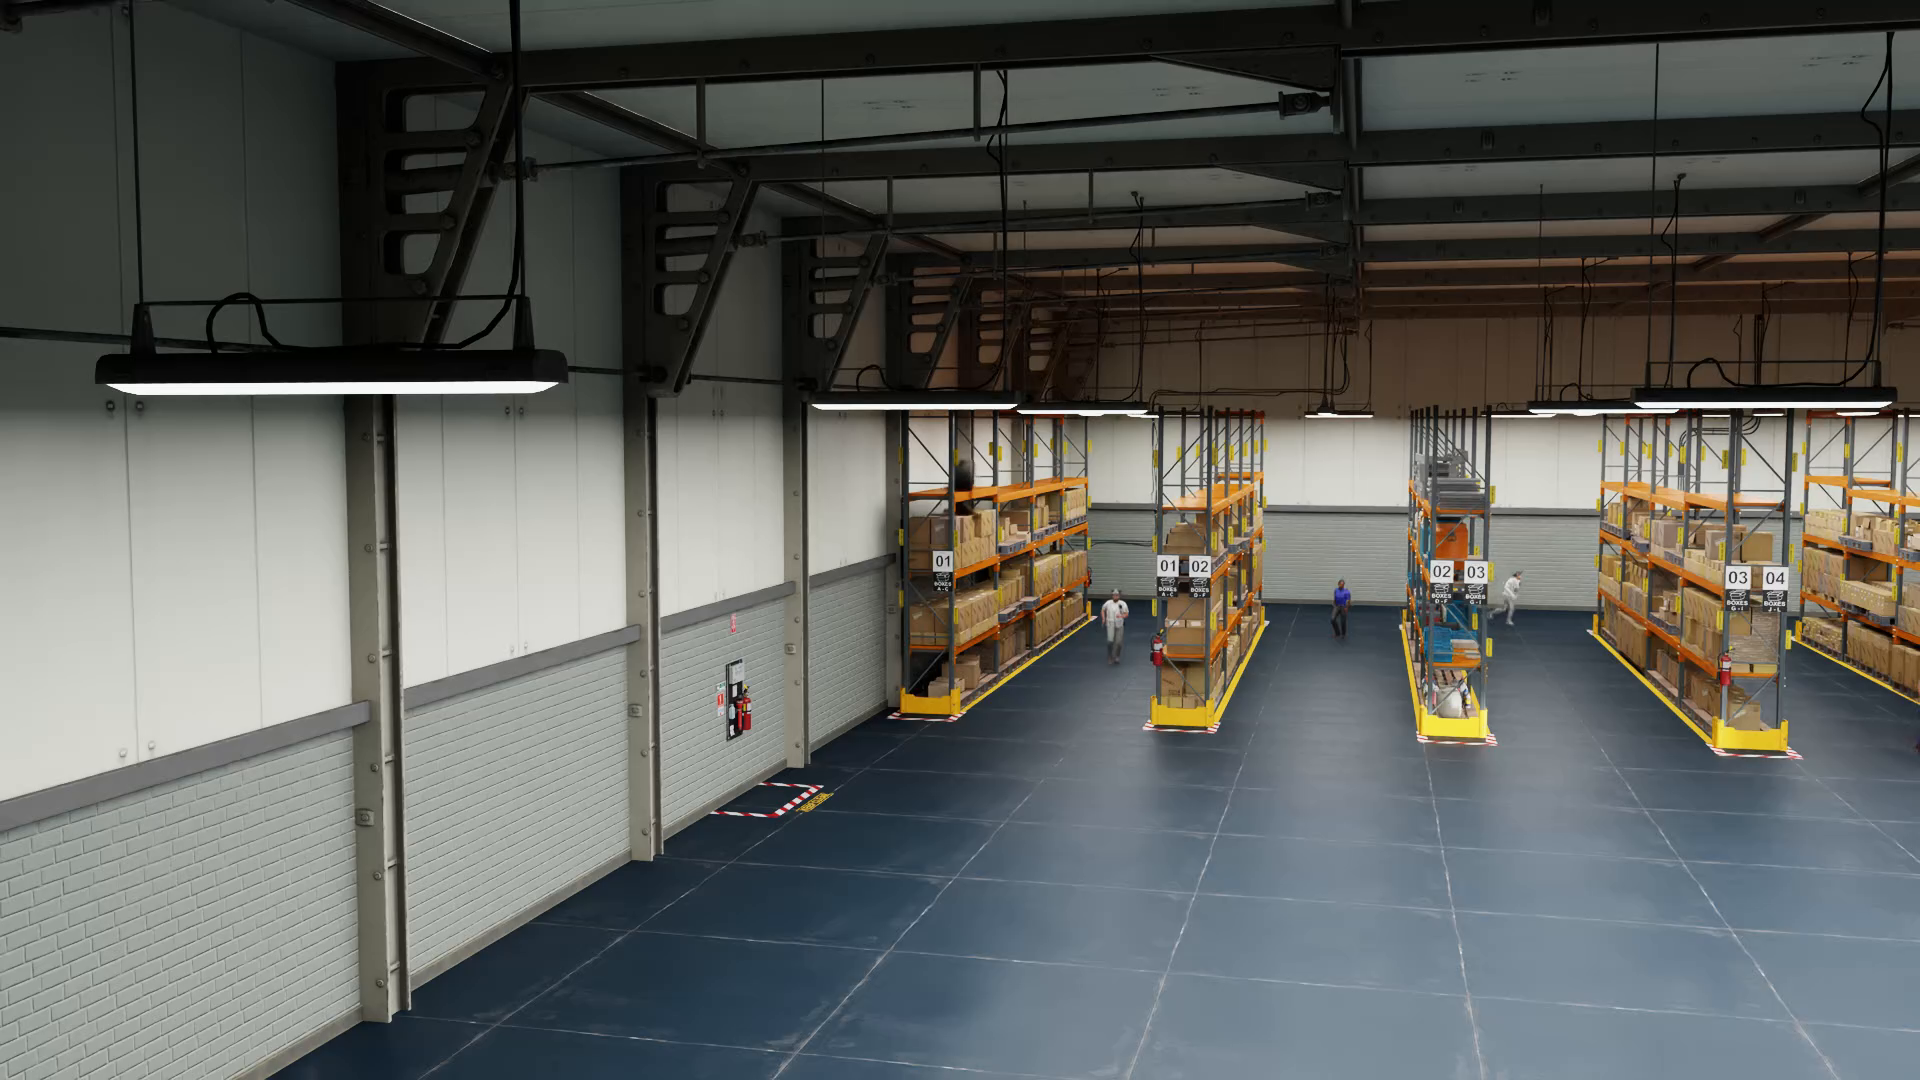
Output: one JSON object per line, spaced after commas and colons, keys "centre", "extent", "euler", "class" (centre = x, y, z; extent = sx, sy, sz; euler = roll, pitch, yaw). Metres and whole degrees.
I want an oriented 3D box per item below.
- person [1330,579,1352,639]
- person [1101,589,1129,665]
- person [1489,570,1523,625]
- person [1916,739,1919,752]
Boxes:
{"centre": [9.963, 1.801, 43.380], "extent": [0.560, 1.595, 0.740], "euler": [2, 5, 29], "class": "person"}
{"centre": [3.641, 2.047, 39.059], "extent": [0.635, 1.821, 0.726], "euler": [0, 4, 4], "class": "person"}
{"centre": [15.410, 1.608, 46.912], "extent": [0.944, 1.537, 0.606], "euler": [4, 5, 41], "class": "person"}
{"centre": [16.712, 2.904, 28.388], "extent": [0.715, 1.648, 0.683], "euler": [-1, 4, -15], "class": "person"}
